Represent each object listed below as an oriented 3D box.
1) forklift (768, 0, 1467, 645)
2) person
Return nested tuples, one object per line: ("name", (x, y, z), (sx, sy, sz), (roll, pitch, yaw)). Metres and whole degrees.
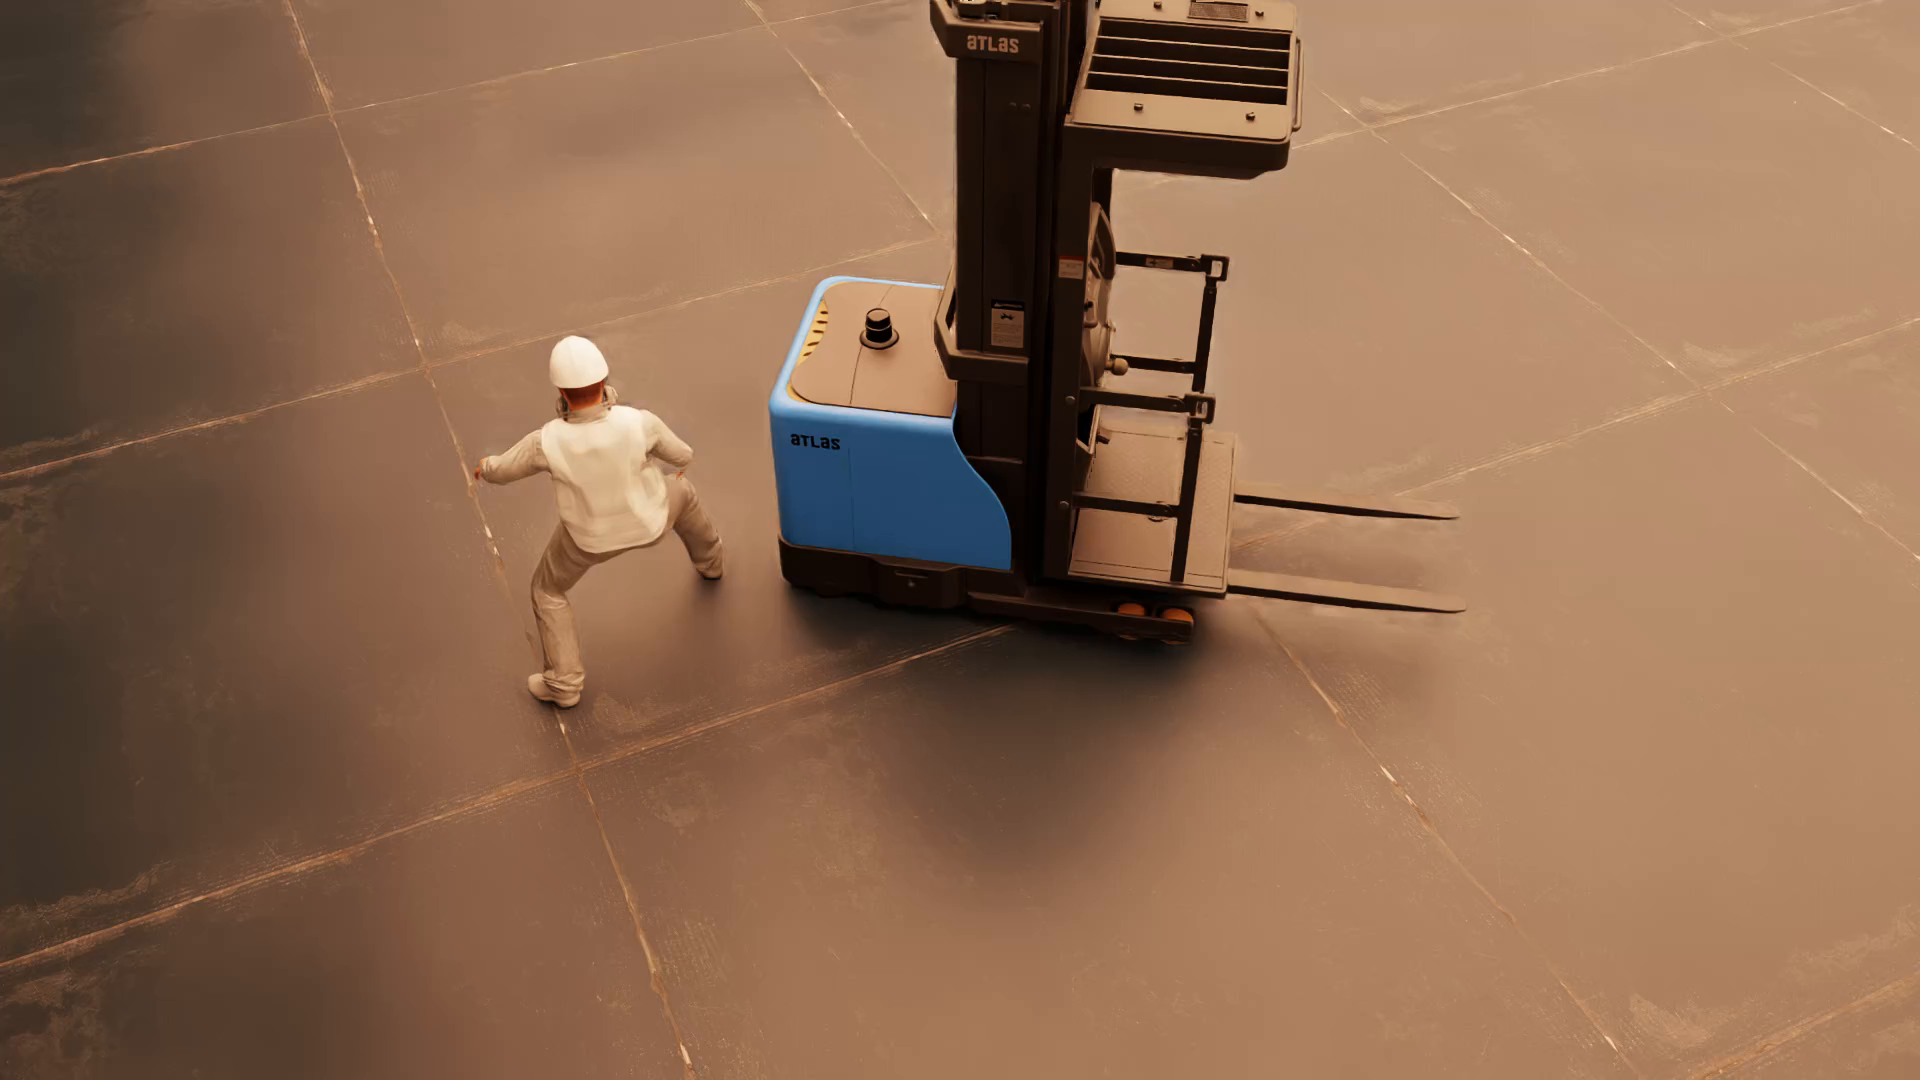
("forklift", (0.751, -1.003, 6.755), (3.031, 2.935, 1.130), (7, 43, 7))
("person", (-1.492, -0.197, 6.898), (0.982, 1.627, 0.896), (-11, 44, -11))
